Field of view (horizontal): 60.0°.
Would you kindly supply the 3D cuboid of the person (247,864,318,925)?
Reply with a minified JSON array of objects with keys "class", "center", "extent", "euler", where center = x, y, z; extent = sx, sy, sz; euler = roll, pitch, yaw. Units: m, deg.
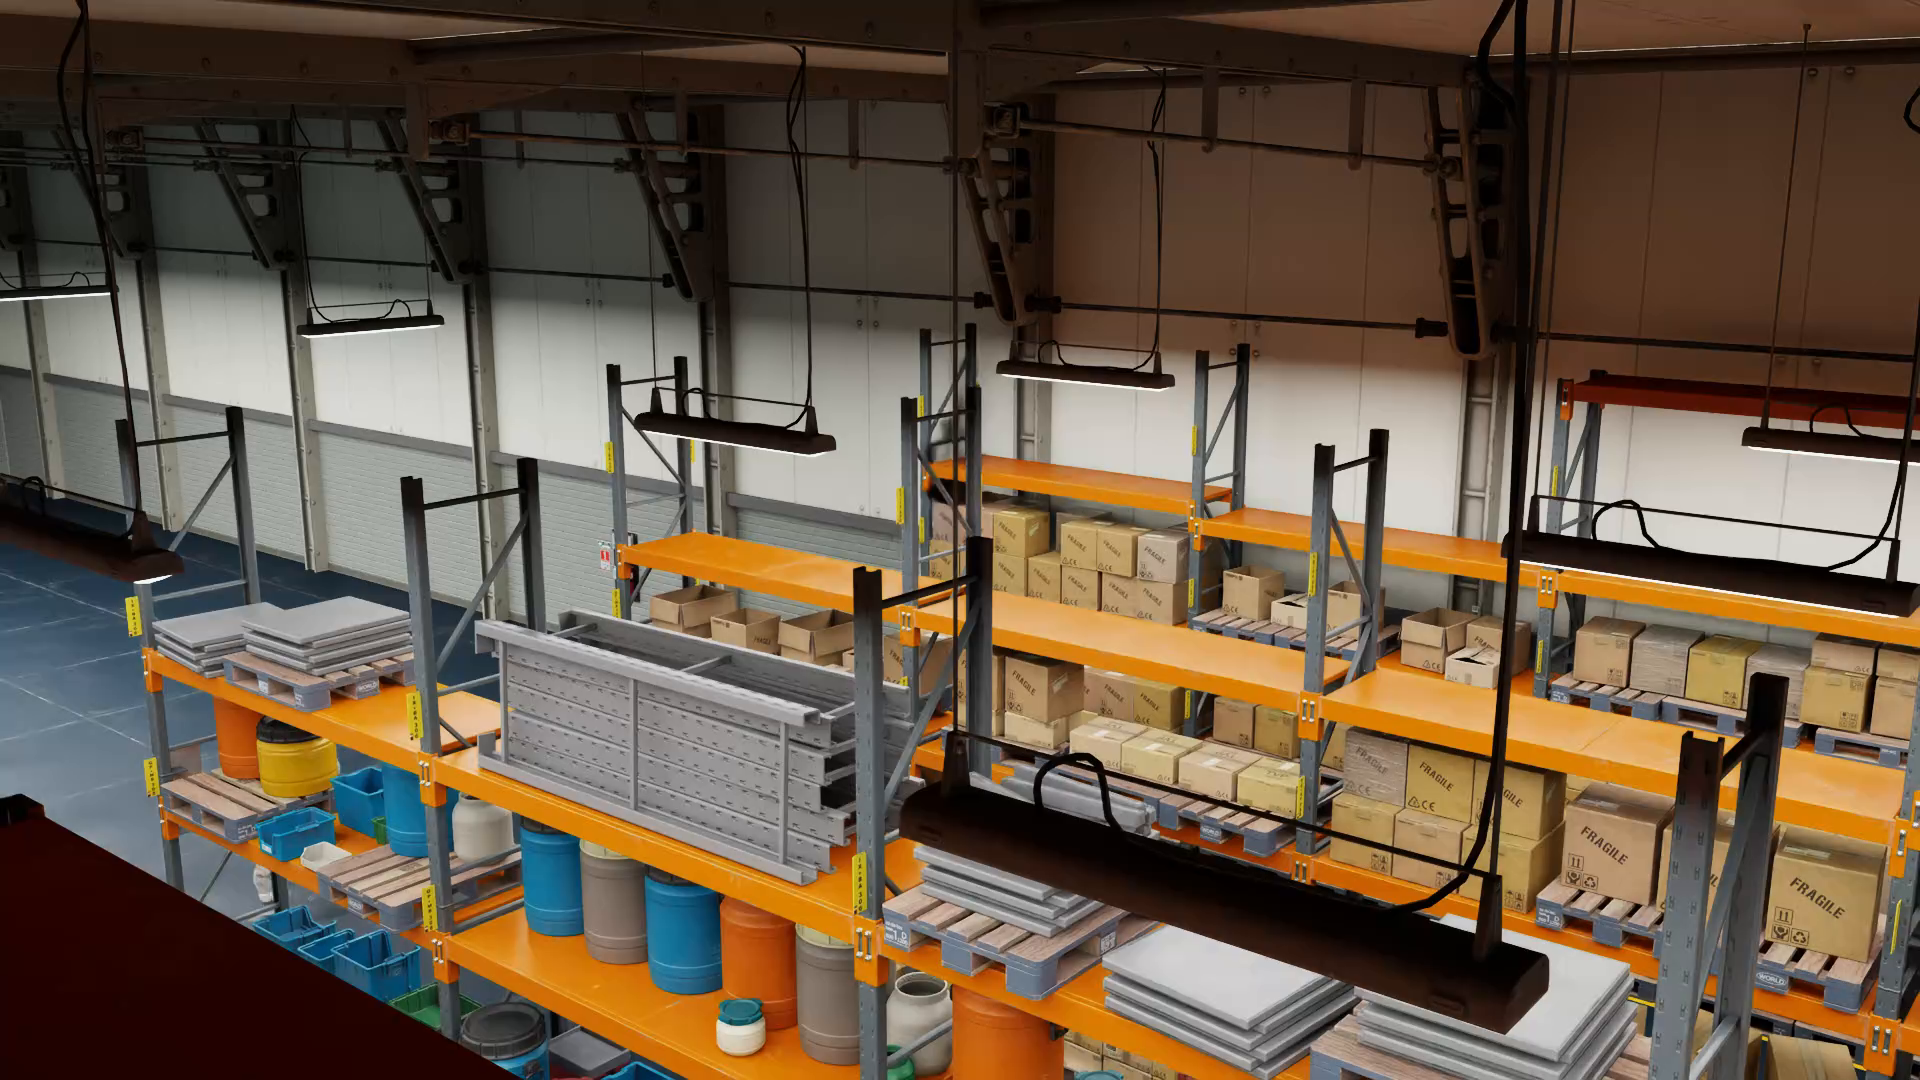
[{"class":"person","center":[-7.331,3.253,17.910],"extent":[0.791,1.783,0.676],"euler":[-5,13,-20]}]
